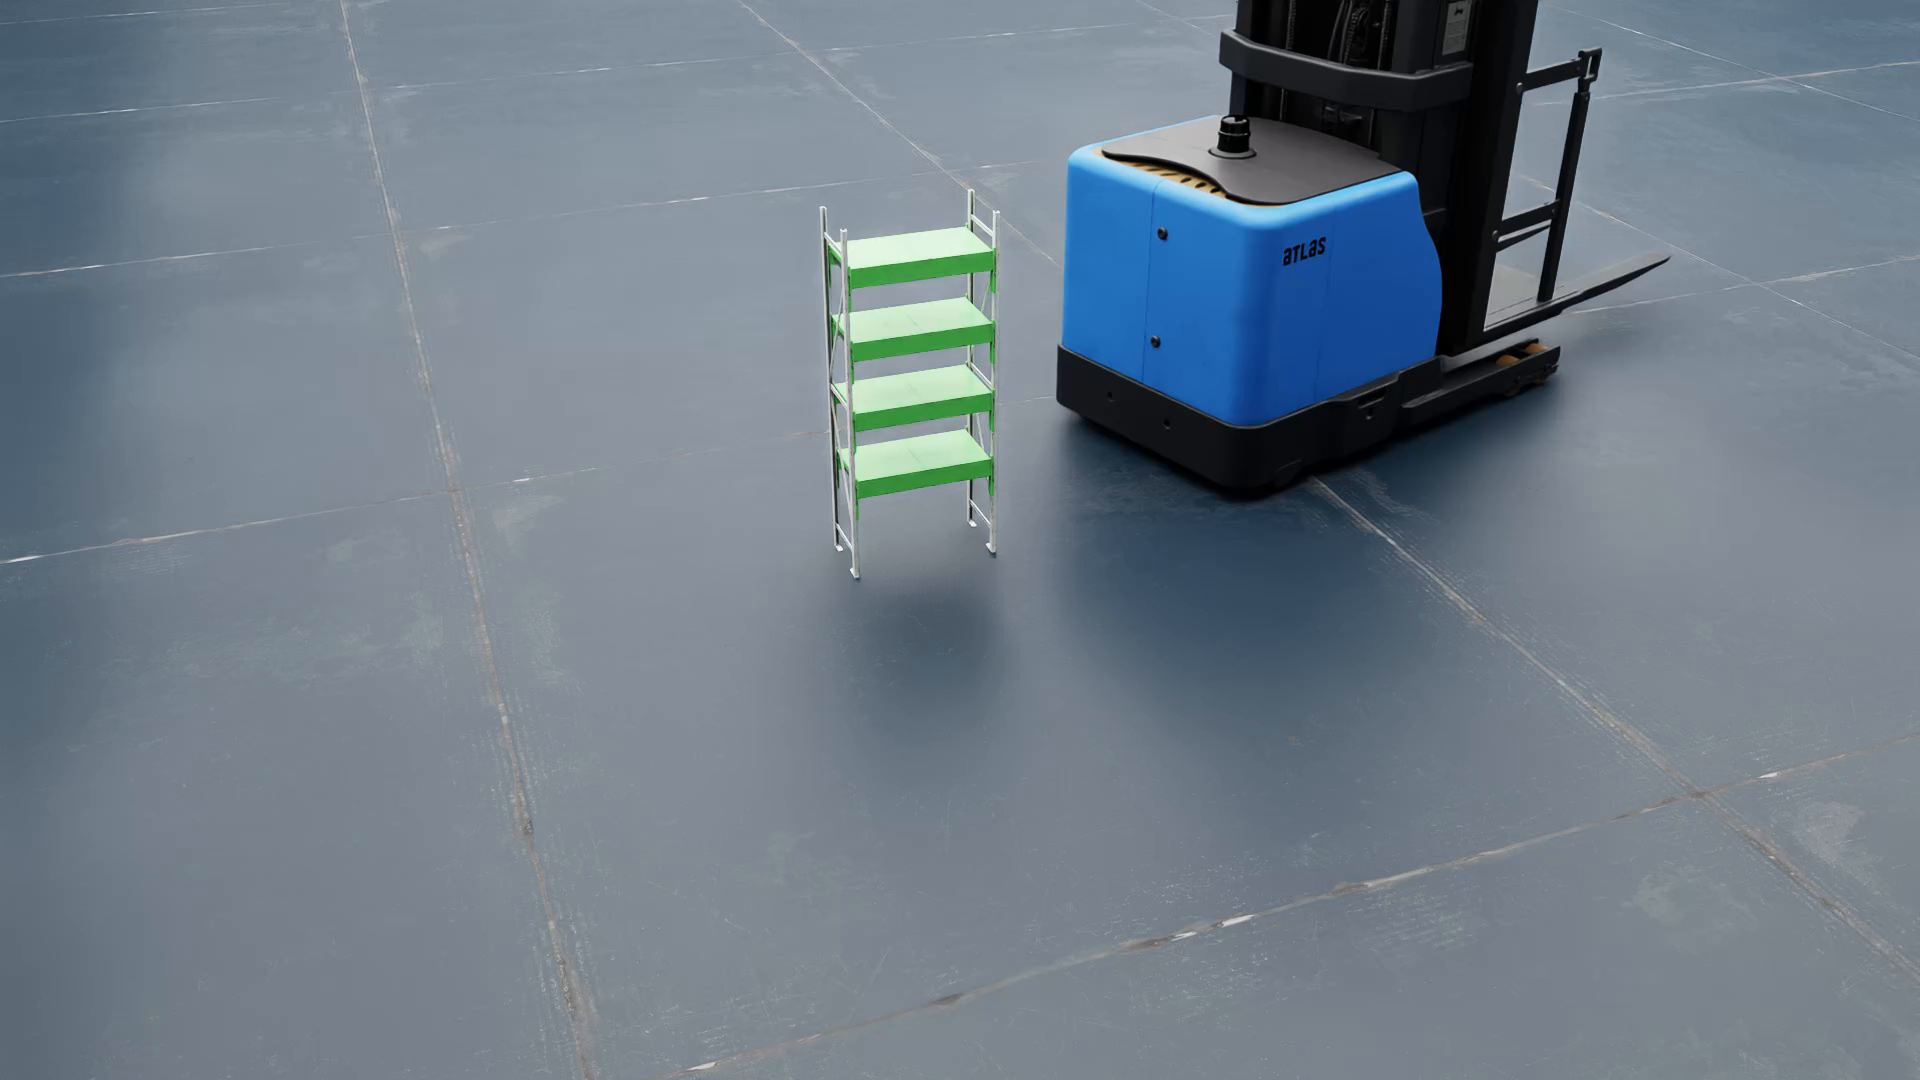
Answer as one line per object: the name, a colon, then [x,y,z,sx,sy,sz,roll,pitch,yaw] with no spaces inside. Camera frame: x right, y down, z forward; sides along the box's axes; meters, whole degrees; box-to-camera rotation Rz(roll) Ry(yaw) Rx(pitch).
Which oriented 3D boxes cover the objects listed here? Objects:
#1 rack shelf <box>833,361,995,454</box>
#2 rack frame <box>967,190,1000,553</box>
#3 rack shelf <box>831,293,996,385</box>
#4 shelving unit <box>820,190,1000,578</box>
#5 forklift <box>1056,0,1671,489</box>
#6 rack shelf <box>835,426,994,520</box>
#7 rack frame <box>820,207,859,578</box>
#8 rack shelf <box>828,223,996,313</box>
rack shelf: [-0.155,-0.437,5.434,0.480,0.148,0.258,-10,31,-18]
rack frame: [0.074,-0.535,5.477,0.015,1.200,0.240,-10,31,-18]
rack shelf: [-0.155,-0.646,5.316,0.480,0.148,0.258,-10,31,-18]
shelving unit: [-0.155,-0.493,5.403,0.503,1.200,0.258,-10,31,-18]
forklift: [1.850,-2.041,6.372,3.031,2.935,1.130,-21,36,-33]
rack shelf: [-0.155,-0.229,5.553,0.480,0.148,0.258,-10,31,-18]
rack frame: [-0.384,-0.451,5.329,0.015,1.200,0.240,-10,31,-18]
rack shelf: [-0.155,-0.854,5.197,0.480,0.148,0.258,-10,31,-18]
